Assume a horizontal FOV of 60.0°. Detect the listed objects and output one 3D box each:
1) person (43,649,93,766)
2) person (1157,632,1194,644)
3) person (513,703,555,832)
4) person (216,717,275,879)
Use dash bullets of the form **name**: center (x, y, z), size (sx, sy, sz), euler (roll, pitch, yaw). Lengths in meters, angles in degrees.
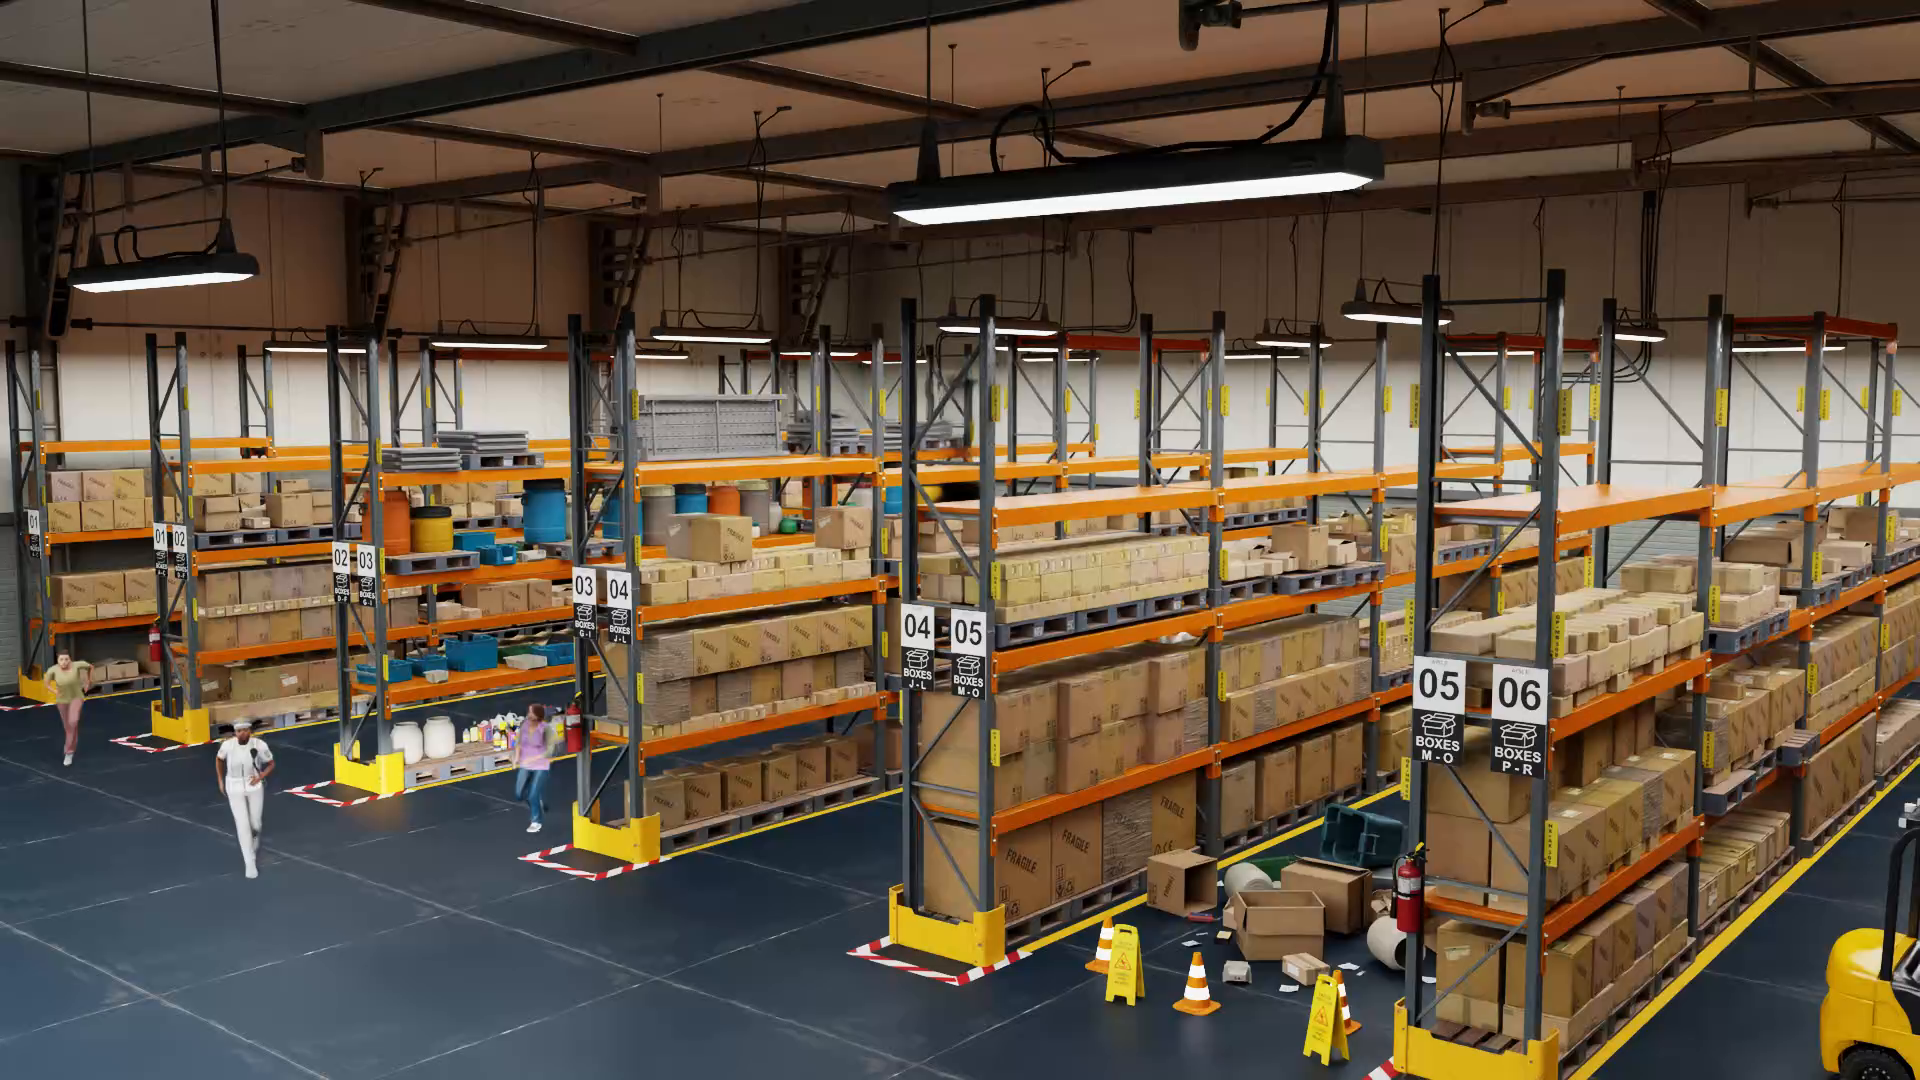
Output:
- **person**: center (-12.493, 2.294, 23.350), size (0.616, 1.641, 0.972), euler (-2, 6, -24)
- **person**: center (3.143, 1.931, 24.247), size (0.667, 1.754, 0.931), euler (4, 6, 35)
- **person**: center (-4.982, 2.654, 19.429), size (0.545, 1.528, 0.506), euler (1, 5, 11)
- **person**: center (-7.717, 2.715, 17.985), size (0.600, 1.694, 0.958), euler (-2, 6, -21)
